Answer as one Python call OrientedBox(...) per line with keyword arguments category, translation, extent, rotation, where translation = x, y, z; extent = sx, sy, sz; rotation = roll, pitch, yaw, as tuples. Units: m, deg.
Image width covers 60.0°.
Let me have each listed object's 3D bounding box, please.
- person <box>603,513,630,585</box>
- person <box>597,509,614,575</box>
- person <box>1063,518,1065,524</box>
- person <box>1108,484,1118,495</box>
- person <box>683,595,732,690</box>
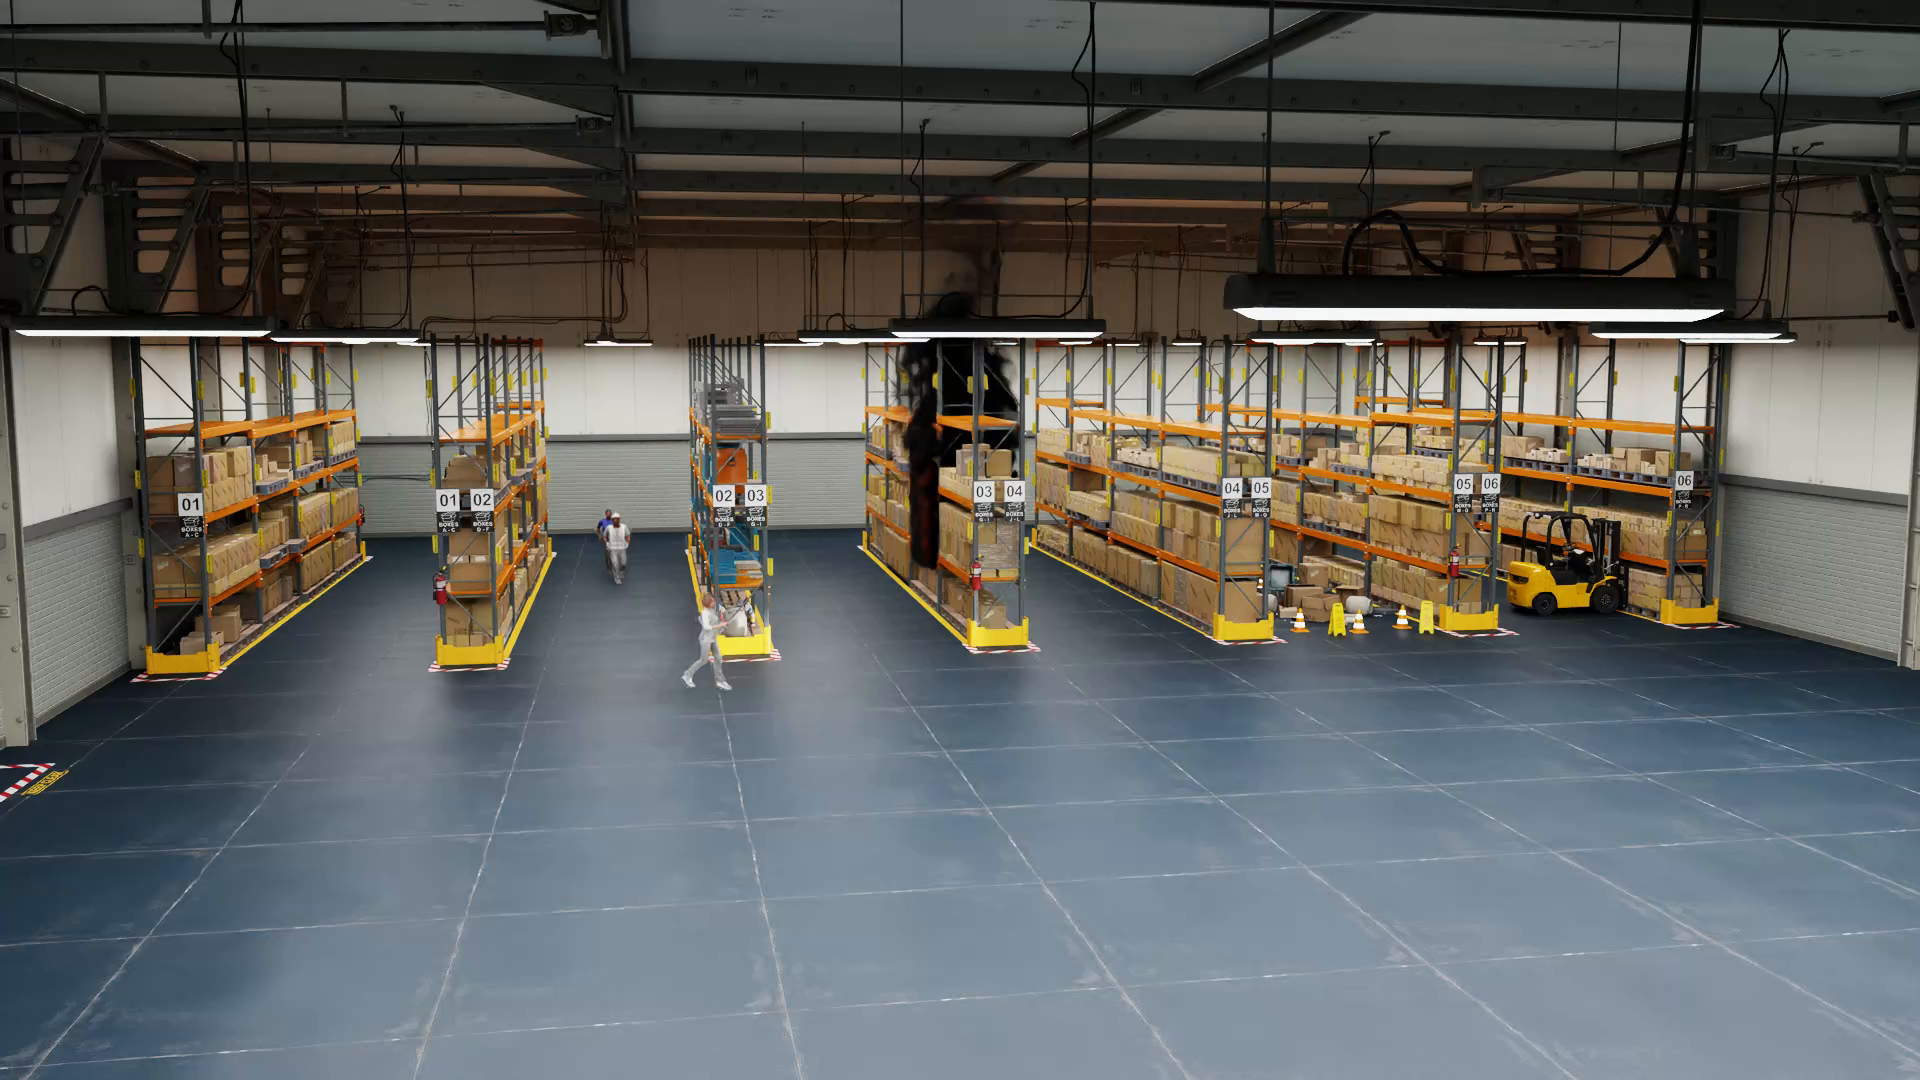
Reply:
OrientedBox(category="person", translation=(-8.366, 0.215, 40.561), extent=(0.665, 1.736, 0.590), rotation=(-2, 7, -18))
OrientedBox(category="person", translation=(-8.952, 0.027, 42.426), extent=(0.576, 1.639, 0.912), rotation=(-2, 7, -18))
OrientedBox(category="person", translation=(3.265, -0.812, 50.035), extent=(0.956, 1.606, 0.744), rotation=(5, 9, 40))
OrientedBox(category="person", translation=(4.596, -0.869, 50.317), extent=(0.860, 1.672, 0.572), rotation=(-1, 7, -5))
OrientedBox(category="person", translation=(-4.255, 1.727, 27.919), extent=(0.831, 1.586, 0.566), rotation=(1, 7, 8))
